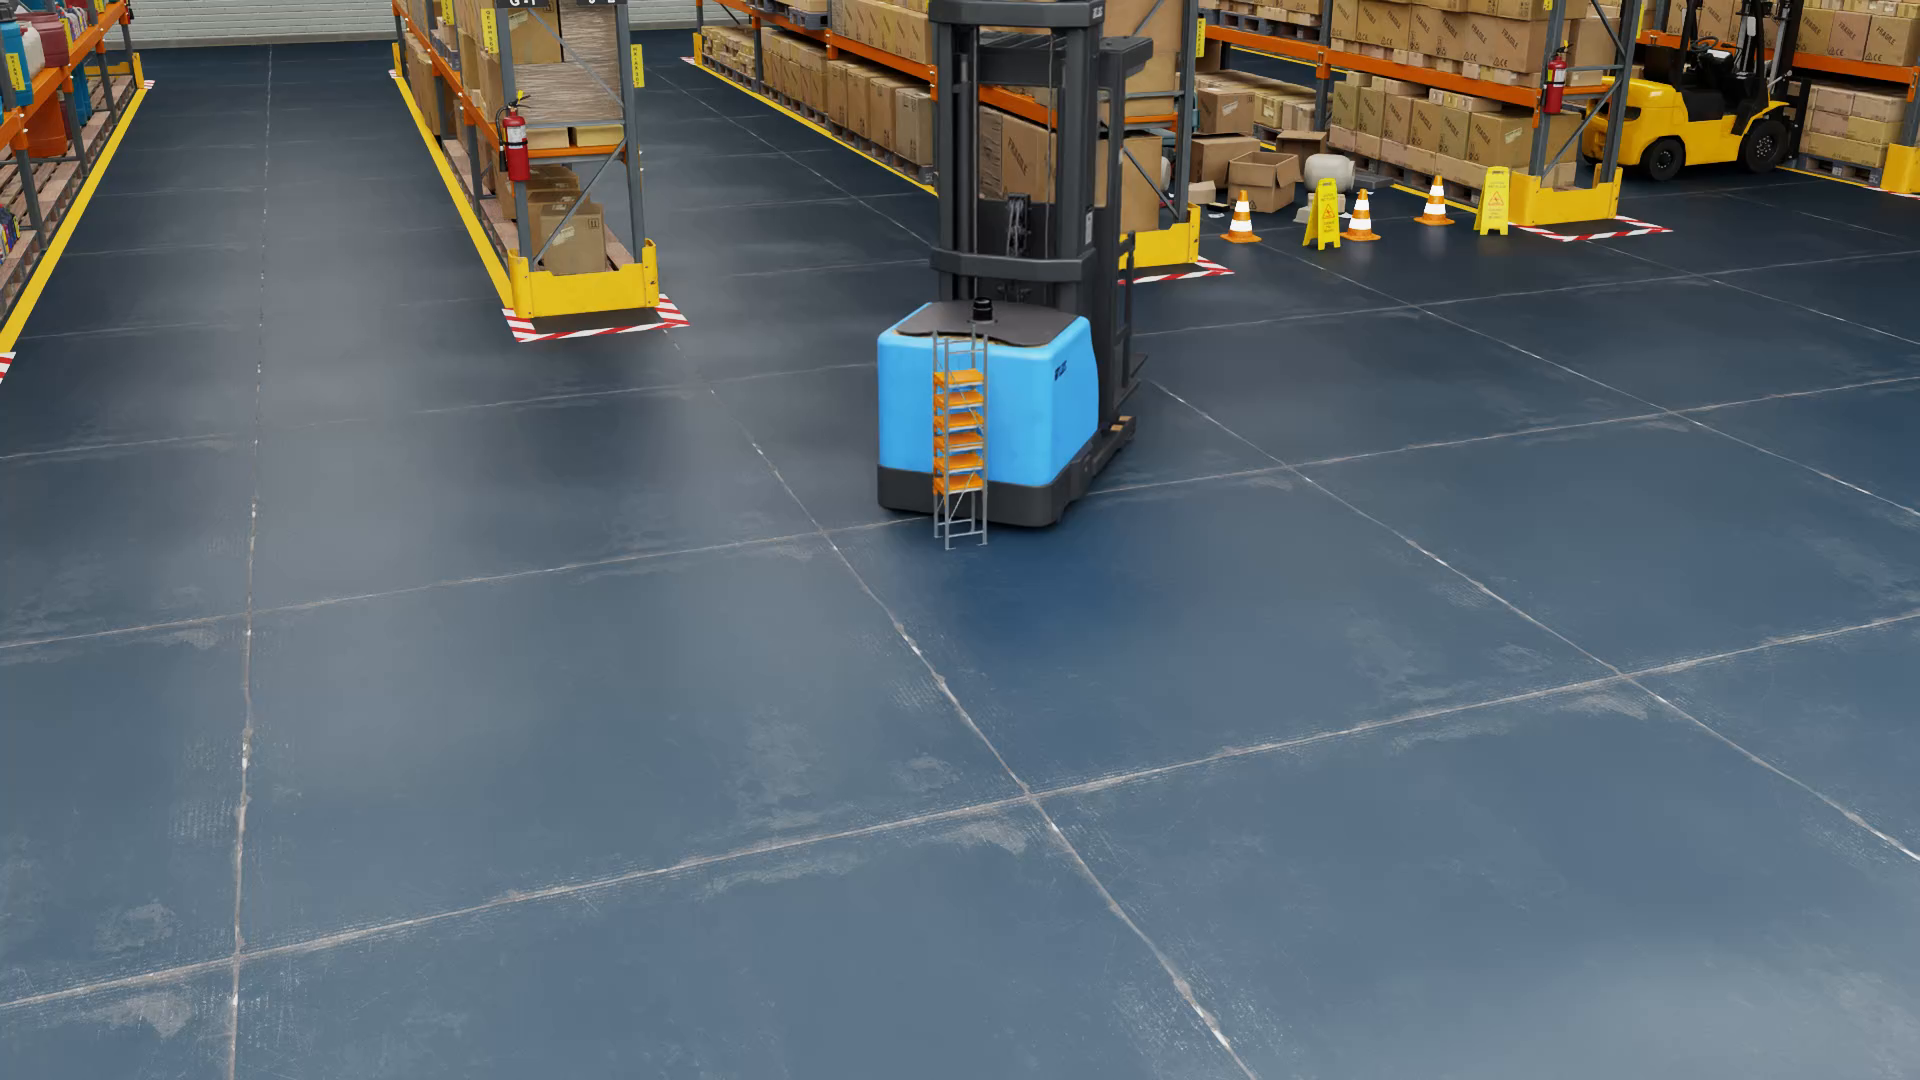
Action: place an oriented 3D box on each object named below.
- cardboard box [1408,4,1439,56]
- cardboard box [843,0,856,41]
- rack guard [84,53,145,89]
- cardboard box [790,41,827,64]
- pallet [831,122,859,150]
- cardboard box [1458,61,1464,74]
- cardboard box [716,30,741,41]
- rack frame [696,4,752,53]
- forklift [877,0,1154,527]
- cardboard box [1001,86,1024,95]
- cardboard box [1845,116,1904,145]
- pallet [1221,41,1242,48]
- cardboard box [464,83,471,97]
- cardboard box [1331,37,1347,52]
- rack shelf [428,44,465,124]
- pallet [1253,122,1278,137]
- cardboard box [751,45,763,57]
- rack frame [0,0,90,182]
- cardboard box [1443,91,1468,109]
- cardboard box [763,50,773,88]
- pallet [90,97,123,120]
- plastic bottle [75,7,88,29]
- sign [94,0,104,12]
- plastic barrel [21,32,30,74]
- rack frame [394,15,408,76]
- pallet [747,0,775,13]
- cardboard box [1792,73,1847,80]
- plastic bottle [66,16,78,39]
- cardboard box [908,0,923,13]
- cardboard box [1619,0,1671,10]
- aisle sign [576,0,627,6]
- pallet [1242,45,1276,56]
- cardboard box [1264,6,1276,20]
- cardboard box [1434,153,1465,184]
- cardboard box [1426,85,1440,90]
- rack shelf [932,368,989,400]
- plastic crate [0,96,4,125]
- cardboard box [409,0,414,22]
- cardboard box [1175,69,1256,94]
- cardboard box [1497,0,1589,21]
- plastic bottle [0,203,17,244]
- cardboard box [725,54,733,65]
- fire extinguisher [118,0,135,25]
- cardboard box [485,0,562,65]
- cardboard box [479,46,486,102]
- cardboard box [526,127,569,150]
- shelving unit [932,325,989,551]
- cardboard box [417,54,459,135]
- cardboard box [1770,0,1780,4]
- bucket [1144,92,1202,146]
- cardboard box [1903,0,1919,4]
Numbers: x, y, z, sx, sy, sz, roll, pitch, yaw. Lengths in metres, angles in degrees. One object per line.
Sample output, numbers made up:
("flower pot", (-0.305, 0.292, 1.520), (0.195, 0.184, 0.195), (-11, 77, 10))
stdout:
("cardboard box", (5.237, -5.546, 18.034), (0.500, 0.500, 0.500), (-8, 24, -18))
("cardboard box", (-1.140, -6.504, 20.691), (0.500, 0.500, 0.500), (-9, 24, -19))
("rack guard", (-13.384, -7.281, 25.881), (1.175, 0.500, 0.348), (-8, 24, -19))
("cardboard box", (-2.068, -6.811, 23.260), (0.500, 0.250, 0.500), (-8, 24, -18))
("pallet", (-1.020, -5.261, 21.460), (1.003, 0.211, 1.213), (-8, 24, -19))
("cardboard box", (5.519, -5.017, 17.615), (0.380, 0.149, 0.250), (-8, 24, -18))
("cardboard box", (-3.843, -8.395, 27.669), (0.380, 0.149, 0.250), (-10, 25, -22))
("rack frame", (-4.054, -9.749, 28.519), (1.000, 3.000, 0.127), (-8, 24, -19))
("forklift", (0.504, -1.967, 10.142), (1.130, 2.935, 3.031), (8, 24, 18))
("cardboard box", (0.904, -4.738, 16.436), (0.875, 0.550, 0.500), (-8, 24, -19))
("cardboard box", (10.371, -4.625, 18.717), (0.500, 0.250, 0.500), (-9, 24, -20))
("pallet", (5.493, -9.545, 31.626), (1.003, 0.211, 1.213), (-8, 24, -19))
("cardboard box", (-4.620, -4.418, 16.193), (0.380, 0.149, 0.250), (-8, 24, -19))
("cardboard box", (4.592, -5.831, 19.546), (0.380, 0.149, 0.250), (-8, 24, -19))
("rack shelf", (-5.197, -5.141, 18.511), (1.077, 0.370, 4.000), (-8, 24, -19))
("pallet", (4.069, -5.547, 22.139), (1.003, 0.211, 1.213), (-8, 24, -19))
("cardboard box", (-3.010, -7.544, 25.650), (0.380, 0.149, 0.250), (-8, 24, -17))
("rack frame", (-10.537, -5.519, 18.483), (1.000, 3.000, 0.127), (-8, 24, -19))
("cardboard box", (5.388, -4.694, 17.723), (0.380, 0.149, 0.250), (-8, 24, -18))
("cardboard box", (-2.628, -7.033, 24.752), (0.500, 0.500, 0.500), (-7, 24, -17))
("pallet", (-12.246, -5.950, 23.094), (1.003, 0.211, 1.213), (-8, 24, -19))
("plastic bottle", (-11.509, -6.817, 21.721), (0.152, 0.276, 0.135), (-8, 24, -19))
("sign", (-11.435, -7.175, 22.055), (0.100, 0.325, 0.005), (-8, 24, -19))
("plastic barrel", (-9.516, -4.773, 16.537), (0.433, 0.535, 0.433), (0, 23, 0))
("rack frame", (-8.730, -9.106, 26.992), (1.000, 3.000, 0.127), (-8, 24, -19))
("pallet", (-2.507, -7.910, 24.402), (1.003, 0.211, 1.213), (-8, 24, -19))
("cardboard box", (10.322, -5.473, 20.086), (0.500, 0.250, 0.500), (-9, 24, -20))
("plastic bottle", (-11.072, -6.367, 20.655), (0.152, 0.276, 0.135), (-8, 24, -19))
("cardboard box", (-0.179, -6.262, 18.830), (0.700, 0.500, 0.500), (-9, 24, -20))
("cardboard box", (9.010, -7.092, 21.764), (0.500, 0.250, 0.500), (-9, 24, -20))
("aisle sign", (-2.775, -4.509, 12.738), (0.394, 0.787, 0.004), (-8, 24, -19))
("pallet", (5.920, -9.103, 30.576), (1.003, 0.211, 1.213), (-8, 24, -19))
("cardboard box", (4.046, -6.611, 20.856), (0.380, 0.149, 0.250), (-8, 24, -19))
("cardboard box", (5.481, -4.024, 17.935), (0.500, 0.250, 0.500), (-8, 24, -19))
("cardboard box", (5.422, -5.014, 19.319), (0.500, 0.500, 0.500), (-8, 24, -18))
("rack shelf", (0.001, -0.835, 8.874), (0.258, 0.103, 0.180), (-8, 24, -18))
("plastic crate", (-8.479, -3.632, 14.198), (0.499, 0.251, 0.616), (-8, 24, -19))
("cardboard box", (-7.210, -7.314, 22.613), (0.500, 0.500, 0.500), (-8, 24, -19))
("cardboard box", (3.558, -6.334, 23.260), (0.950, 0.372, 0.625), (-10, 25, -23))
("cardboard box", (5.809, -5.451, 16.522), (0.700, 0.500, 0.500), (-9, 24, -20))
("plastic bottle", (-8.627, -2.853, 15.002), (0.144, 0.351, 0.185), (-9, 24, -20))
("cardboard box", (-3.609, -7.835, 27.106), (0.380, 0.149, 0.250), (-8, 24, -19))
("fire extinguisher", (-12.992, -8.336, 25.745), (0.296, 0.674, 0.183), (-8, 24, -19))
("cardboard box", (-3.503, -4.102, 13.321), (0.500, 0.500, 0.500), (-8, 24, -19))
("cardboard box", (-3.671, -4.032, 14.442), (0.875, 0.500, 0.500), (-8, 24, -19))
("cardboard box", (-3.371, -3.251, 13.426), (0.380, 0.149, 0.250), (-8, 24, -19))
("shelving unit", (0.001, -0.544, 8.997), (0.258, 1.200, 0.189), (-8, 24, -18))
("cardboard box", (-6.128, -5.667, 21.028), (1.225, 0.875, 0.875), (-10, 25, -21))
("cardboard box", (9.817, -6.416, 19.647), (0.380, 0.149, 0.250), (-9, 24, -20))
("bucket", (2.390, -4.848, 19.148), (0.726, 0.611, 0.620), (0, 13, -1))
("cardboard box", (10.512, -5.917, 18.081), (0.380, 0.149, 0.250), (-8, 24, -19))
